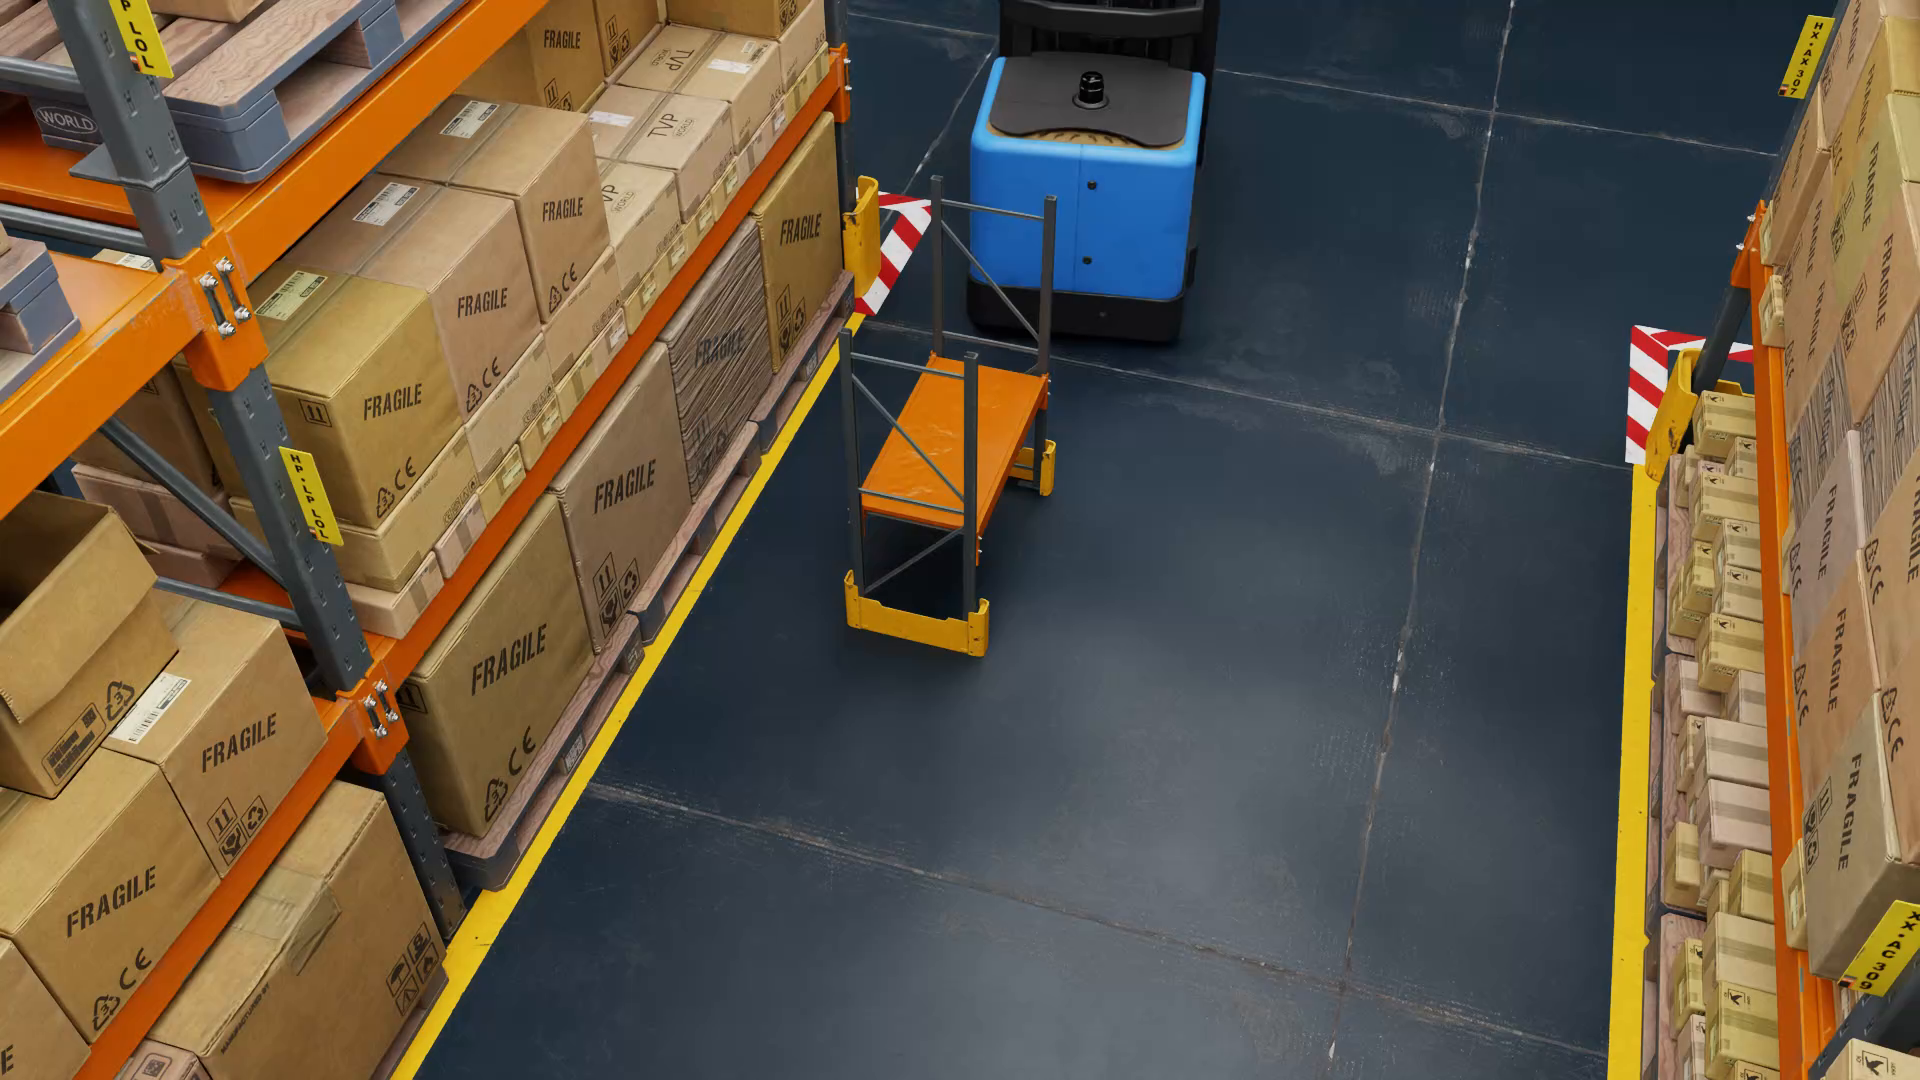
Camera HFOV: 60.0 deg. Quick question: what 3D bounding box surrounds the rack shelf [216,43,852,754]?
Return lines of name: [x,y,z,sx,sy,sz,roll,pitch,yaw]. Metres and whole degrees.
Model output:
rack shelf: [-1.611,-0.911,6.449,1.077,0.370,4.000,13,46,13]

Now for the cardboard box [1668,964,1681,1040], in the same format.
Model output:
cardboard box: [2.451,1.473,5.237,0.380,0.149,0.250,11,45,11]

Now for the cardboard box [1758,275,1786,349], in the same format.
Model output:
cardboard box: [3.111,-0.800,6.002,0.380,0.149,0.250,11,46,11]

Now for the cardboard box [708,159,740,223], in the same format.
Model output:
cardboard box: [-1.107,-1.423,6.638,0.380,0.149,0.250,12,46,12]

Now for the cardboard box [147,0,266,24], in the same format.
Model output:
cardboard box: [-2.037,-1.663,4.116,0.700,0.500,0.500,10,45,10]

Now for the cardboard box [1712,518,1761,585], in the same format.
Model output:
cardboard box: [3.045,0.083,6.232,0.380,0.149,0.250,10,45,11]

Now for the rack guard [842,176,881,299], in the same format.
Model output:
rack guard: [-0.998,-1.624,8.451,1.175,0.500,0.348,13,46,13]

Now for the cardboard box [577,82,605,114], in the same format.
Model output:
cardboard box: [-1.715,-1.609,6.543,0.500,0.250,0.500,11,45,11]

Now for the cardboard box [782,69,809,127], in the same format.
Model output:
cardboard box: [-0.876,-1.930,7.157,0.380,0.149,0.250,13,46,13]

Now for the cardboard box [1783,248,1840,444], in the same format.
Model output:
cardboard box: [2.994,-0.598,5.332,0.500,0.500,0.500,13,46,13]

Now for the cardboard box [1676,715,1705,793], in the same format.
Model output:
cardboard box: [2.772,0.801,5.924,0.380,0.149,0.250,13,46,13]

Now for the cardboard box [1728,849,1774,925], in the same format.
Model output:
cardboard box: [2.601,1.145,5.147,0.380,0.149,0.250,14,46,14]

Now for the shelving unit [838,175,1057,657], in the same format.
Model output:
shelving unit: [-0.023,-0.485,6.573,0.587,1.500,1.083,13,46,13]

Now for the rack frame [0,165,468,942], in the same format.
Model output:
rack frame: [-2.217,0.165,4.835,1.000,3.000,0.127,13,46,13]

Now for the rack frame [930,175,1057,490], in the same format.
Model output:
rack frame: [0.128,-0.818,6.913,0.500,1.500,0.032,13,46,13]

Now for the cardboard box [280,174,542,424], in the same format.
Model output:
cardboard box: [-1.671,-0.747,5.126,0.500,0.500,0.500,13,46,13]

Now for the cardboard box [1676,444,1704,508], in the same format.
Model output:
cardboard box: [3.227,-0.233,6.980,0.380,0.149,0.250,13,46,13]

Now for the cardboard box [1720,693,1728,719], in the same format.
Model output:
cardboard box: [2.948,0.561,5.956,0.380,0.149,0.250,15,46,15]

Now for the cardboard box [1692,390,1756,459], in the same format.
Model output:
cardboard box: [3.209,-0.450,6.776,0.380,0.149,0.250,11,45,11]

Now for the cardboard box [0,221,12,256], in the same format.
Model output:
cardboard box: [-2.383,-0.704,3.207,0.700,0.500,0.500,14,46,13]

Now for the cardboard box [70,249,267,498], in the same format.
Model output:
cardboard box: [-2.332,-0.519,4.893,0.500,0.500,0.500,14,46,14]

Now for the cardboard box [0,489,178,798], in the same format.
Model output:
cardboard box: [-2.402,0.199,4.013,0.797,0.503,0.637,11,46,11]

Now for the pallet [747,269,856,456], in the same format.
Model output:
pallet: [-1.173,-0.955,7.974,1.003,0.211,1.213,13,46,13]

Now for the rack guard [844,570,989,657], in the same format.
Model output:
rack guard: [-0.174,0.293,6.670,0.587,0.250,0.087,13,46,13]

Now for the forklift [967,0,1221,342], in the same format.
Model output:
forklift: [0.780,-3.045,8.165,1.130,2.935,3.031,7,45,7]

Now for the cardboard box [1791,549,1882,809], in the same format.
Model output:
cardboard box: [2.515,0.413,4.298,0.500,0.500,0.500,11,46,11]

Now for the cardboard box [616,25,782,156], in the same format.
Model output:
cardboard box: [-1.053,-1.836,6.776,0.500,0.250,0.500,12,46,12]

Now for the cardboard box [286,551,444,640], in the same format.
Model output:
cardboard box: [-1.810,0.128,5.053,0.380,0.149,0.250,13,46,13]

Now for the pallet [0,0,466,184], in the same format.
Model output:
pallet: [-1.959,-1.418,4.372,1.003,0.211,1.213,13,46,13]

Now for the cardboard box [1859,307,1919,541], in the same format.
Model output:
cardboard box: [2.684,-0.271,4.282,0.500,0.500,0.500,14,46,14]

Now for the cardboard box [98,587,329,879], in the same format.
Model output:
cardboard box: [-2.098,0.499,4.423,0.500,0.500,0.500,13,46,13]

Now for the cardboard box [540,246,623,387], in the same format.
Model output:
cardboard box: [-1.518,-0.822,5.739,0.500,0.250,0.500,14,46,13]

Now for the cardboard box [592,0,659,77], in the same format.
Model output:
cardboard box: [-1.559,-2.226,6.637,0.500,0.500,0.500,12,46,12]

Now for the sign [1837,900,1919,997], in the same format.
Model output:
sign: [1.960,0.864,3.502,0.100,0.325,0.005,13,46,13]

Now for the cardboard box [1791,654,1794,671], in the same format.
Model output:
cardboard box: [2.611,0.419,4.756,0.380,0.149,0.250,11,45,11]

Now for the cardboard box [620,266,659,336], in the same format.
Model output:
cardboard box: [-1.340,-0.911,6.115,0.380,0.149,0.250,11,46,11]

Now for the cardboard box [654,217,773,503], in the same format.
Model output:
cardboard box: [-1.398,-0.842,7.083,0.875,0.875,0.875,13,46,13]

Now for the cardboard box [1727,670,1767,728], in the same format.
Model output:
cardboard box: [2.844,0.620,5.684,0.380,0.149,0.250,13,46,13]

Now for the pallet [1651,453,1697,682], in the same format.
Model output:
pallet: [3.388,0.198,6.795,1.003,0.211,1.213,13,46,13]

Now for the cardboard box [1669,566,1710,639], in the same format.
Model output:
cardboard box: [2.976,0.273,6.463,0.380,0.149,0.250,13,46,13]

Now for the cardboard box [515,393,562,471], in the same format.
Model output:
cardboard box: [-1.573,-0.398,5.591,0.380,0.149,0.250,11,46,11]

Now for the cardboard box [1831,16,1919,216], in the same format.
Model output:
cardboard box: [3.155,-1.302,5.336,0.500,0.500,0.500,14,46,14]

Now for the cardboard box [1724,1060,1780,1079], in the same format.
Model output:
cardboard box: [2.339,1.647,4.634,0.380,0.149,0.250,14,46,14]

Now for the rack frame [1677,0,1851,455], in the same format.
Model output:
rack frame: [3.691,-1.383,6.418,1.000,3.000,0.127,13,46,13]

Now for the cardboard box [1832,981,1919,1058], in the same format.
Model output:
cardboard box: [2.343,1.133,4.026,0.380,0.149,0.250,12,46,12]

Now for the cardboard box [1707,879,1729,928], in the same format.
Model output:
cardboard box: [2.576,1.257,5.245,0.380,0.149,0.250,13,46,13]
